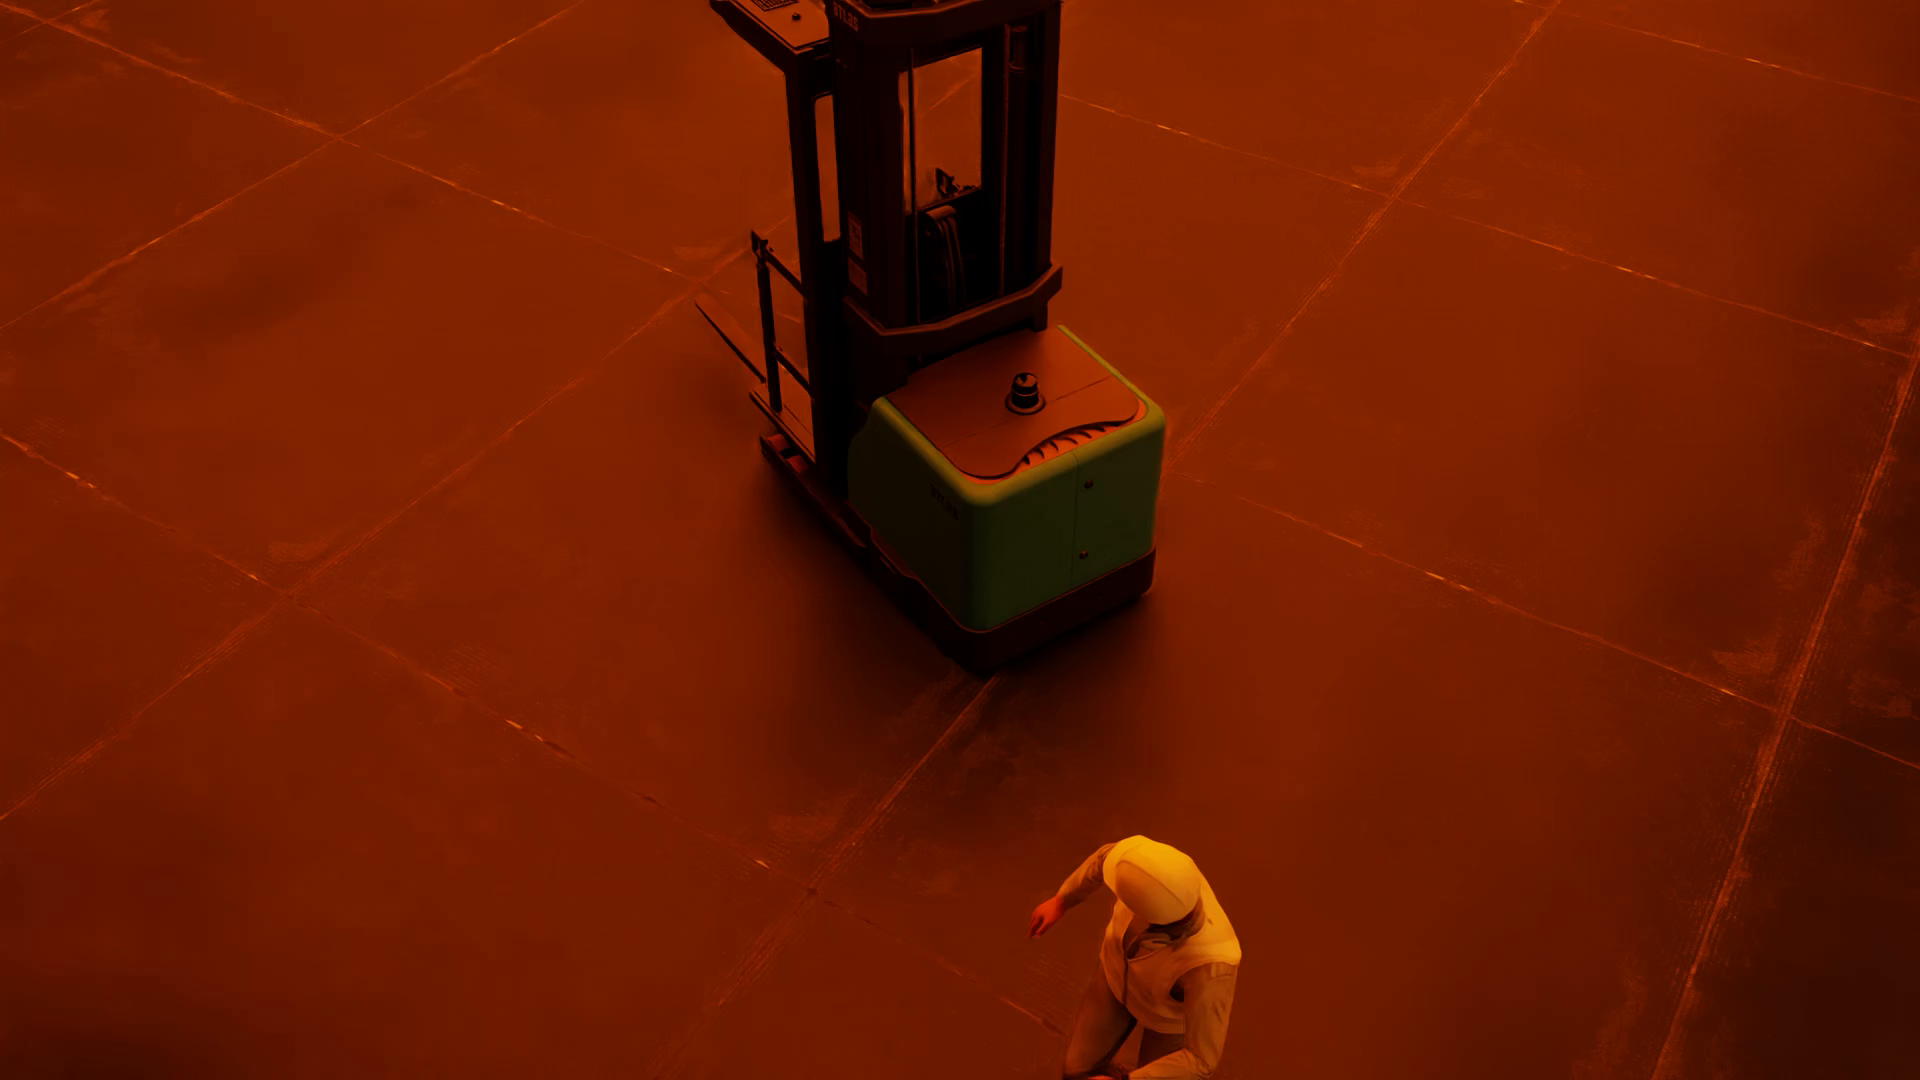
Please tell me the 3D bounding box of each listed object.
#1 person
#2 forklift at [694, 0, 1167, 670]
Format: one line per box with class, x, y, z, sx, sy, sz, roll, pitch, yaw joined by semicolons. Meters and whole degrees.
person;0.499;1.470;5.229;0.782;1.651;0.835;-30;51;-28
forklift;-0.339;-1.481;7.411;1.130;2.935;3.031;-24;49;-23
